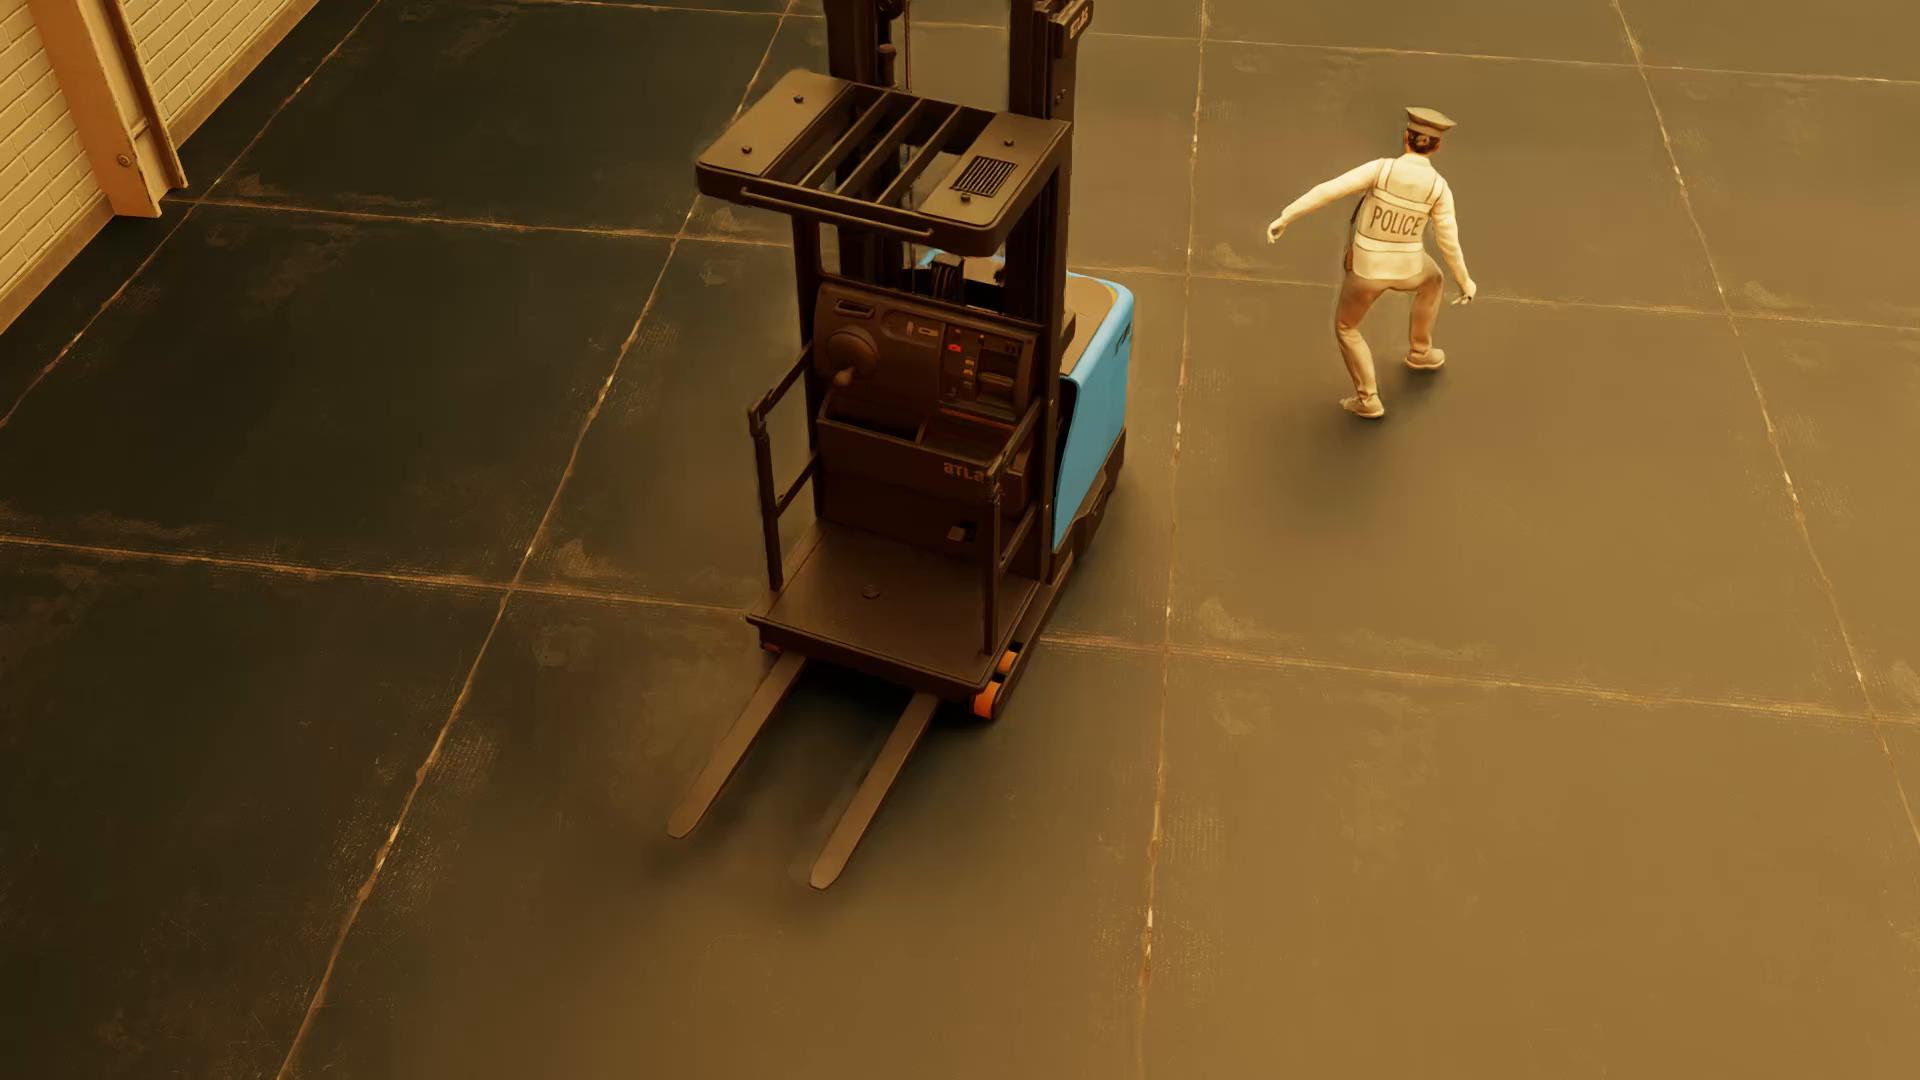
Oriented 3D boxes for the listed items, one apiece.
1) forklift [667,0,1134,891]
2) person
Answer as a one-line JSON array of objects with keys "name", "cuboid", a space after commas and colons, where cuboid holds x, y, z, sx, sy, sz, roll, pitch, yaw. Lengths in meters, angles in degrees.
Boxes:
[{"name": "forklift", "cuboid": [-0.229, -0.651, 6.433, 1.130, 2.935, 3.031, 16, 45, 16]}, {"name": "person", "cuboid": [2.036, -1.346, 8.252, 1.059, 1.604, 0.550, 2, 43, 2]}]
